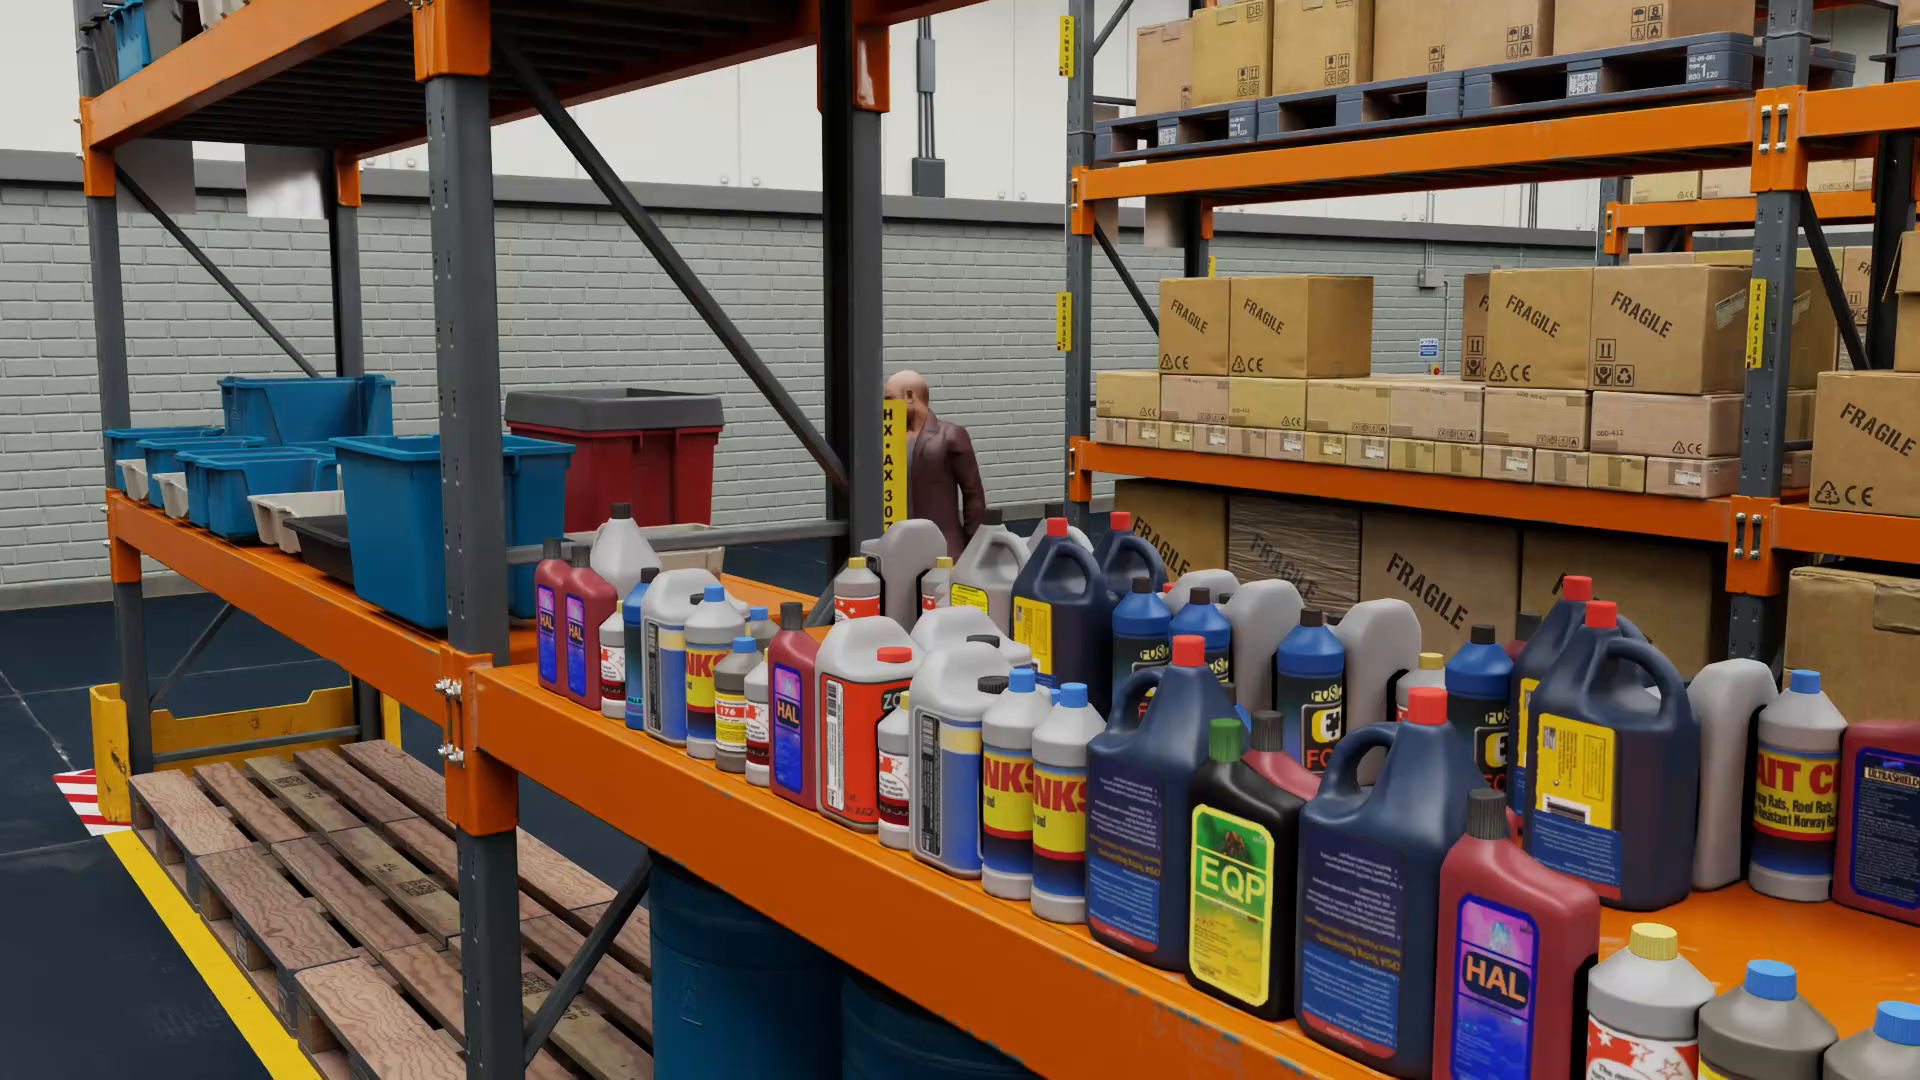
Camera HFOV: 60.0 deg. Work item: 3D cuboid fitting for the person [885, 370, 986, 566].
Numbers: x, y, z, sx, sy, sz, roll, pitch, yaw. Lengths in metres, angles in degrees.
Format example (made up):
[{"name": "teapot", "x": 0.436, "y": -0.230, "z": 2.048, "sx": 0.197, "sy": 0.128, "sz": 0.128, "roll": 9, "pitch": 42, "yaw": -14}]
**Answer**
[{"name": "person", "x": -0.170, "y": 0.044, "z": 8.019, "sx": 0.601, "sy": 1.717, "sz": 0.901, "roll": 5, "pitch": 9, "yaw": 33}]
